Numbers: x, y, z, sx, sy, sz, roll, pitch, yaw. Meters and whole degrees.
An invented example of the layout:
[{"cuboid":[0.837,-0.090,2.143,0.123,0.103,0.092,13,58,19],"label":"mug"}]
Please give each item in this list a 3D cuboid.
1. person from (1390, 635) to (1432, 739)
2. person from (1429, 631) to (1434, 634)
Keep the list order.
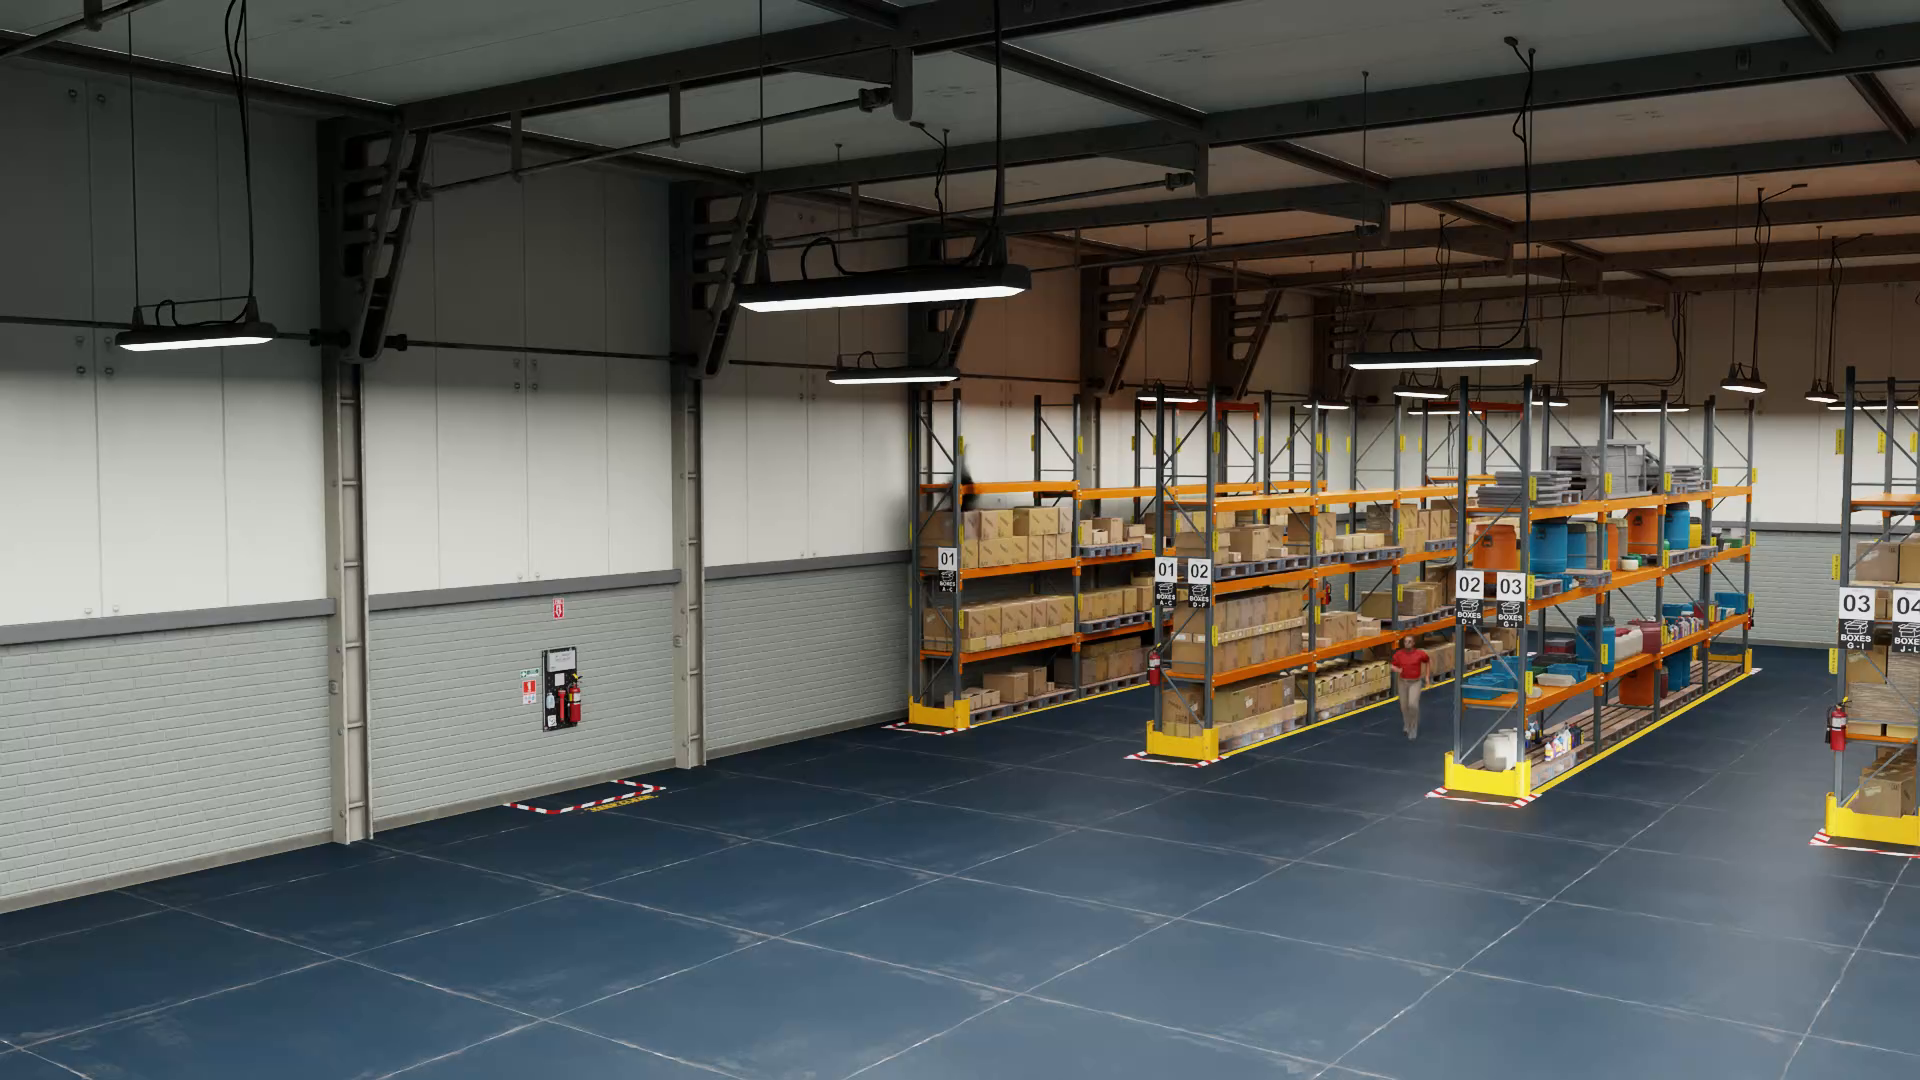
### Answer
[{"cuboid":[7.712,2.528,28.526,0.648,1.790,0.851,2,4,26],"label":"person"},{"cuboid":[12.655,1.767,43.885,0.607,1.484,0.803,-1,3,-12],"label":"person"}]
